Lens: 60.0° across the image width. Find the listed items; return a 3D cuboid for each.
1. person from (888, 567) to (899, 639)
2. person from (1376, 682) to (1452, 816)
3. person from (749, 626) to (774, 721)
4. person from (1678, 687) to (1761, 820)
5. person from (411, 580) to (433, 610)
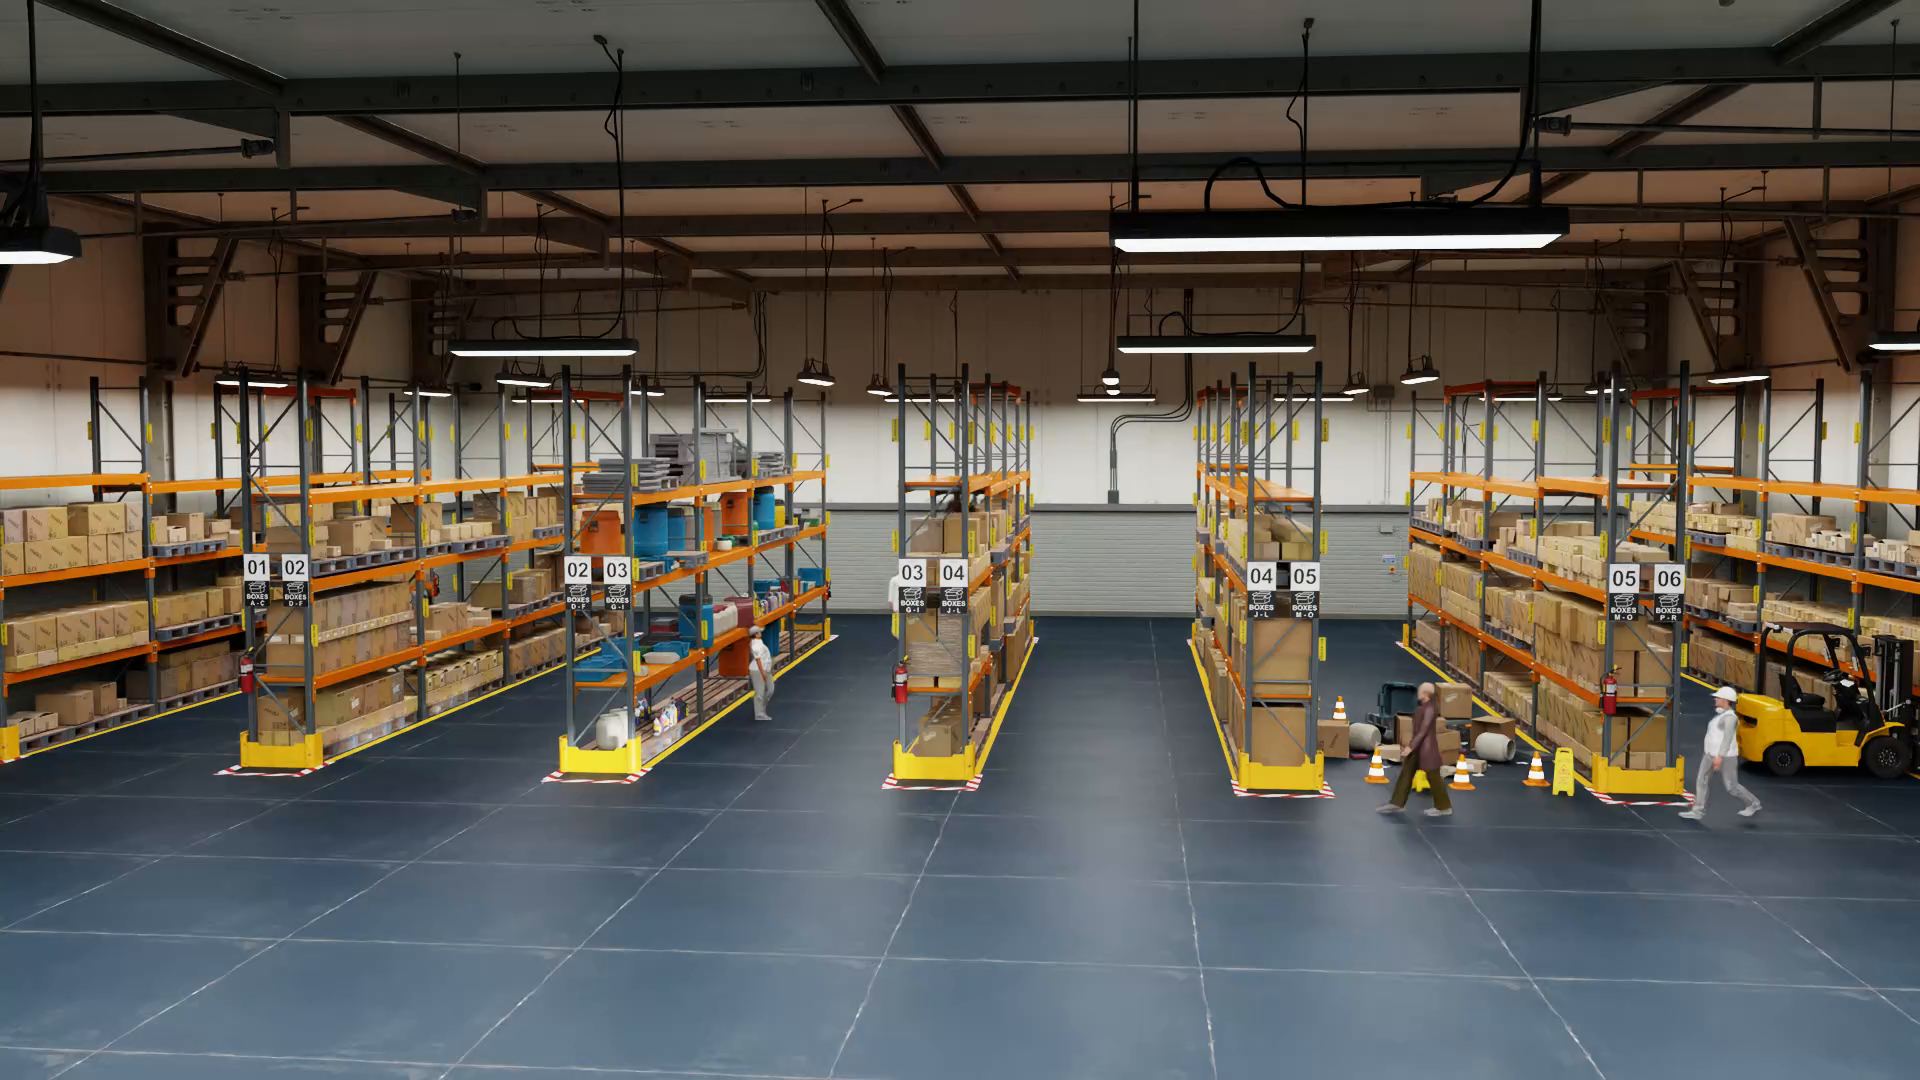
[{"bbox_3d":[-1.362,1.522,40.459,0.606,1.773,0.669,-3,5,-41],"label":"person"},{"bbox_3d":[5.950,2.722,21.611,0.923,1.753,0.573,0,4,-6],"label":"person"},{"bbox_3d":[-3.477,2.330,29.034,0.438,1.688,0.537,1,4,12],"label":"person"},{"bbox_3d":[9.827,2.761,21.423,0.968,1.746,0.508,-1,4,-12],"label":"person"},{"bbox_3d":[-12.195,1.720,37.758,0.411,1.751,0.556,1,4,9],"label":"person"}]
